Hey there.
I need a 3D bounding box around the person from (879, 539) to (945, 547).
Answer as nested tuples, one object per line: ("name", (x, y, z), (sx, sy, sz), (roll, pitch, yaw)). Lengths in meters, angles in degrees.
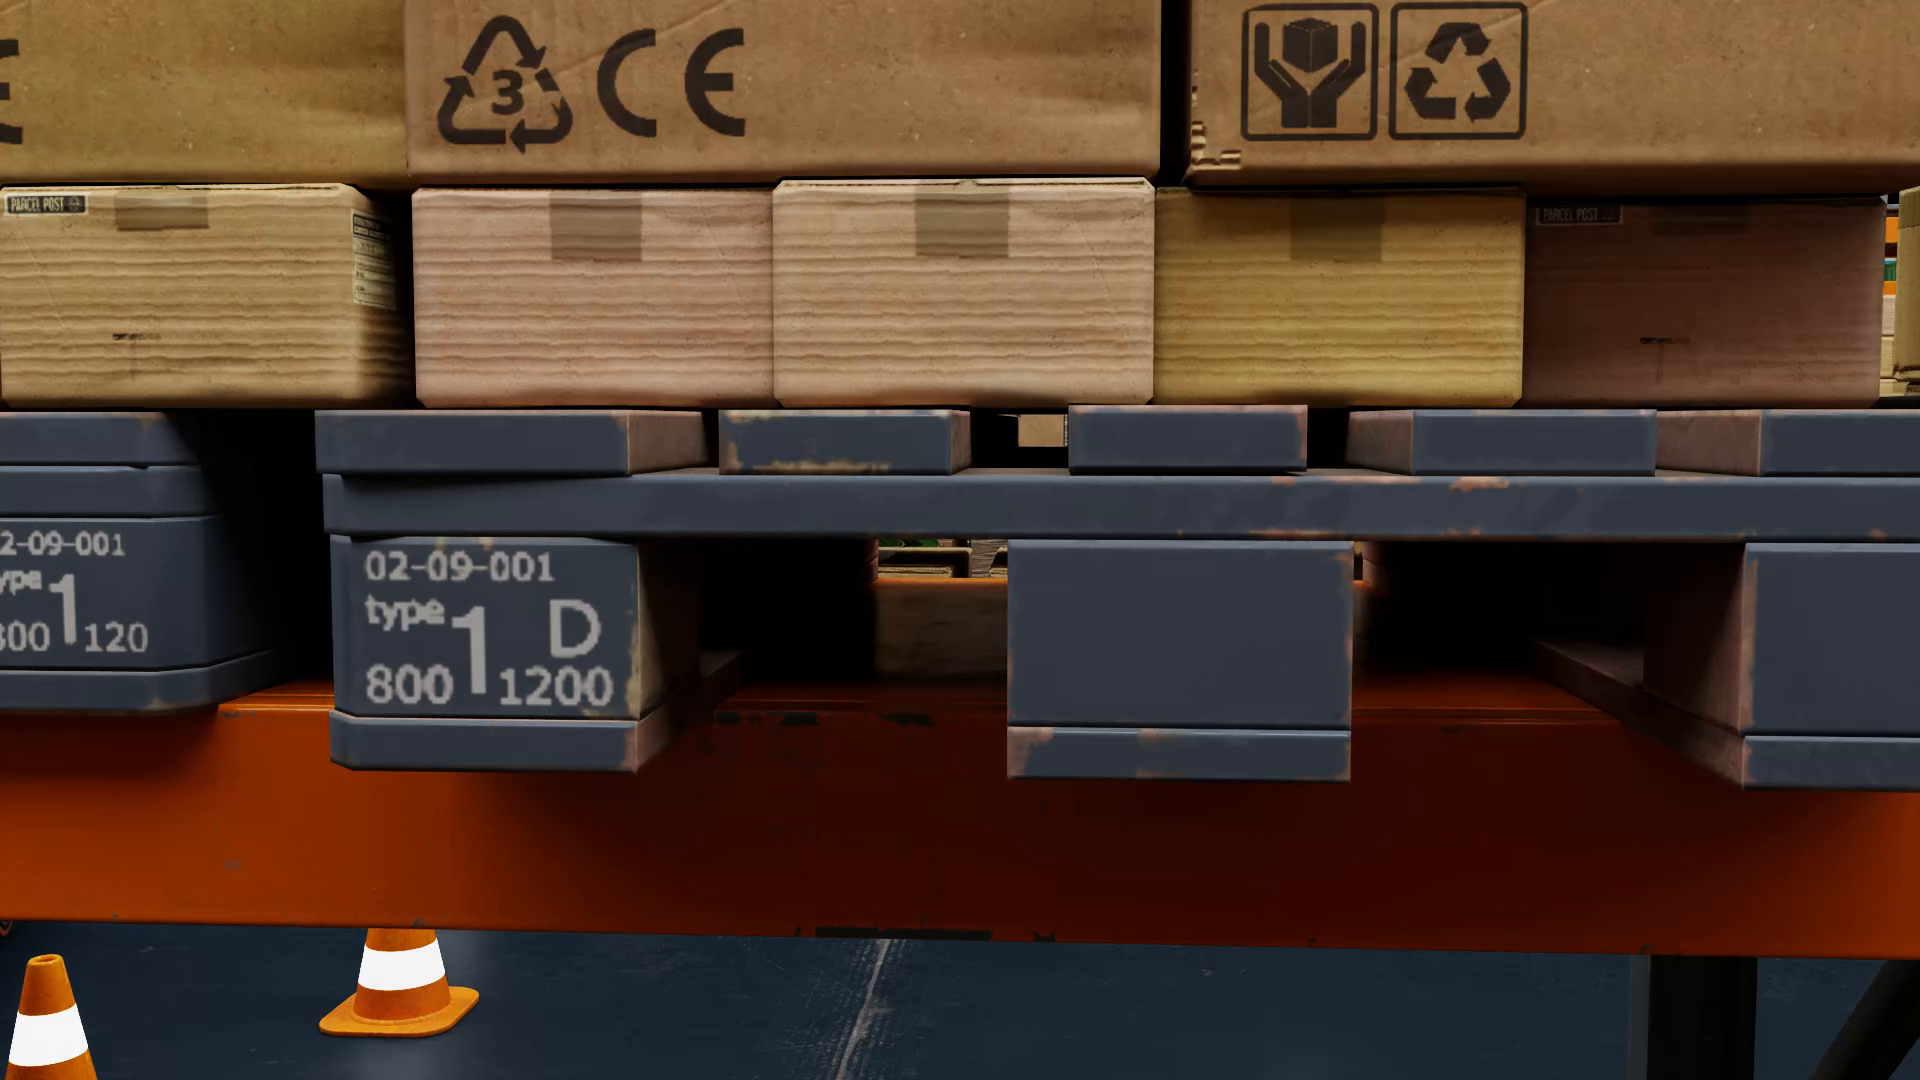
("person", (-0.319, -0.131, 10.178), (0.579, 1.791, 0.478), (-3, 5, -35))
